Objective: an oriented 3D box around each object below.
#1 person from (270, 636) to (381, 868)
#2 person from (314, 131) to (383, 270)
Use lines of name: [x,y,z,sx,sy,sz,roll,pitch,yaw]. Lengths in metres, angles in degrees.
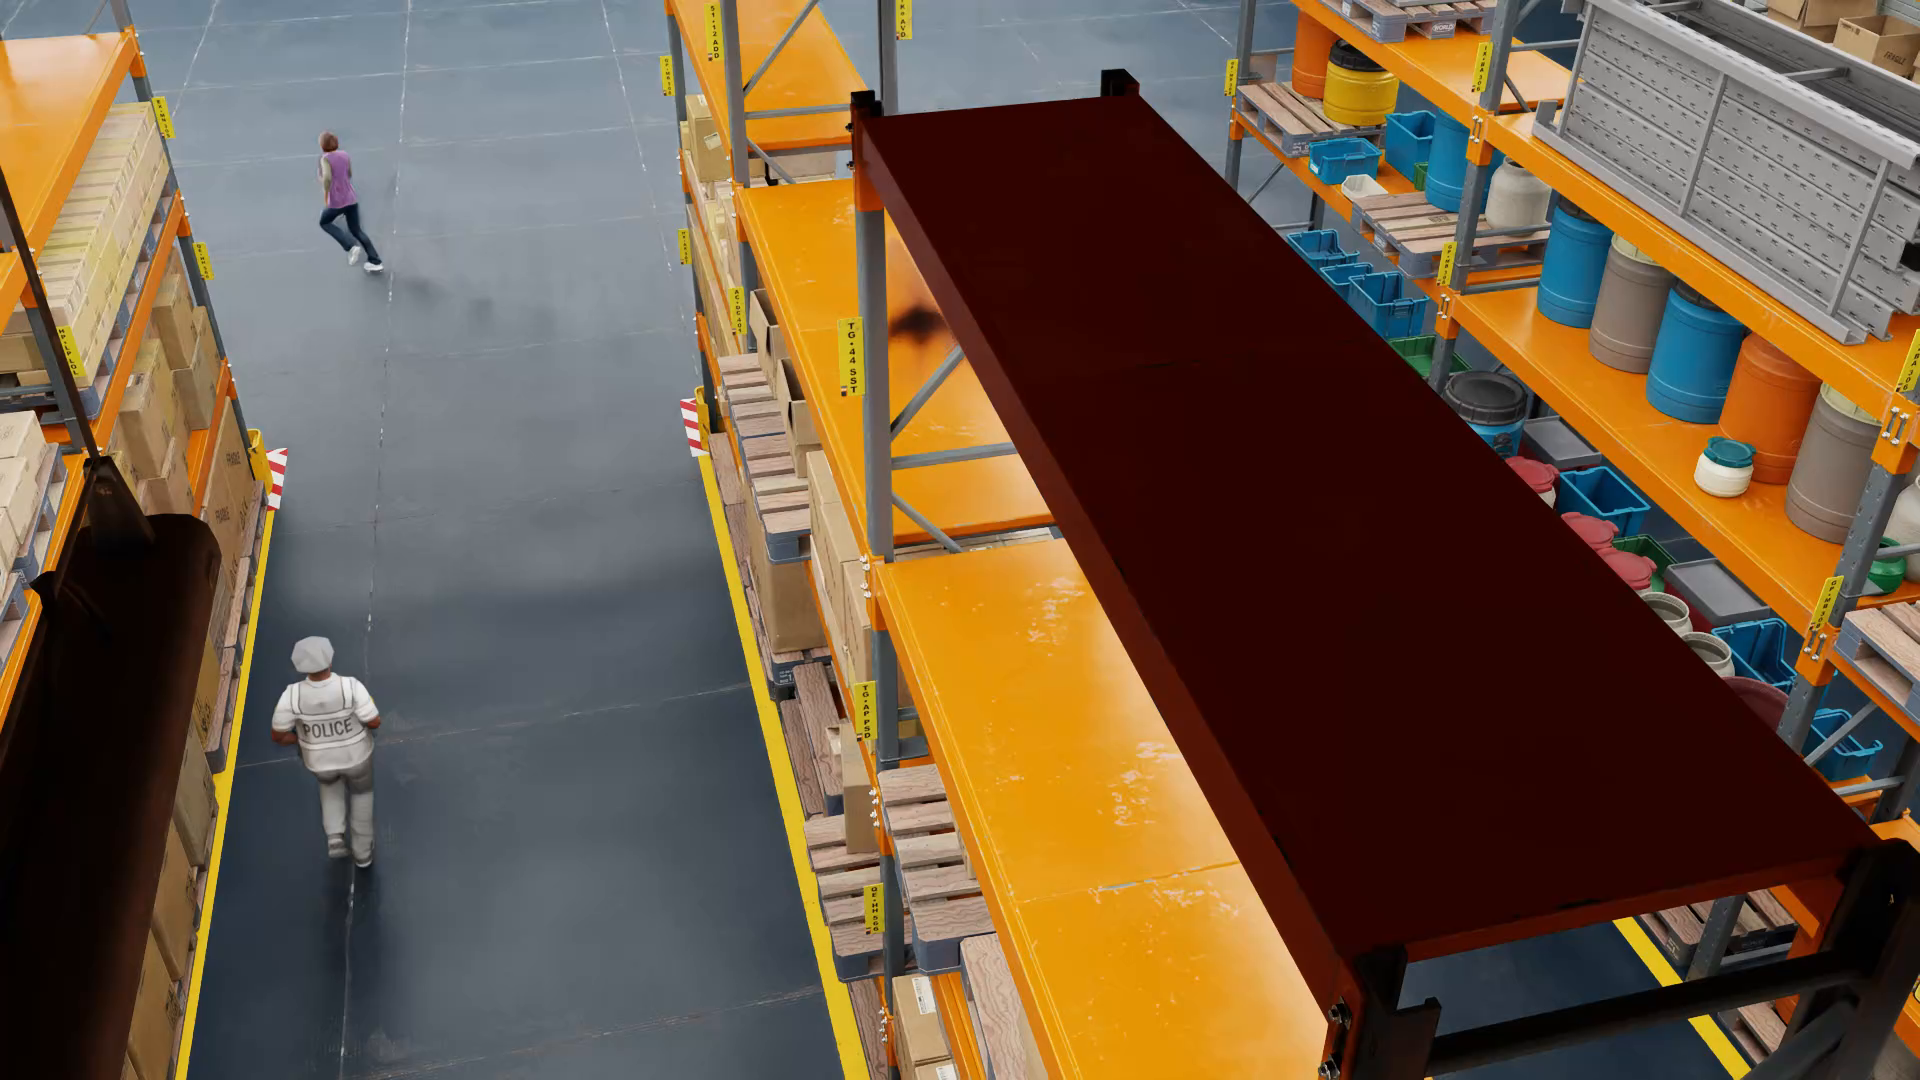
person: [-3.982,1.305,10.638,0.638,1.737,0.586,-6,35,-9]
person: [-6.736,-3.658,18.035,0.745,1.555,0.560,19,39,25]
